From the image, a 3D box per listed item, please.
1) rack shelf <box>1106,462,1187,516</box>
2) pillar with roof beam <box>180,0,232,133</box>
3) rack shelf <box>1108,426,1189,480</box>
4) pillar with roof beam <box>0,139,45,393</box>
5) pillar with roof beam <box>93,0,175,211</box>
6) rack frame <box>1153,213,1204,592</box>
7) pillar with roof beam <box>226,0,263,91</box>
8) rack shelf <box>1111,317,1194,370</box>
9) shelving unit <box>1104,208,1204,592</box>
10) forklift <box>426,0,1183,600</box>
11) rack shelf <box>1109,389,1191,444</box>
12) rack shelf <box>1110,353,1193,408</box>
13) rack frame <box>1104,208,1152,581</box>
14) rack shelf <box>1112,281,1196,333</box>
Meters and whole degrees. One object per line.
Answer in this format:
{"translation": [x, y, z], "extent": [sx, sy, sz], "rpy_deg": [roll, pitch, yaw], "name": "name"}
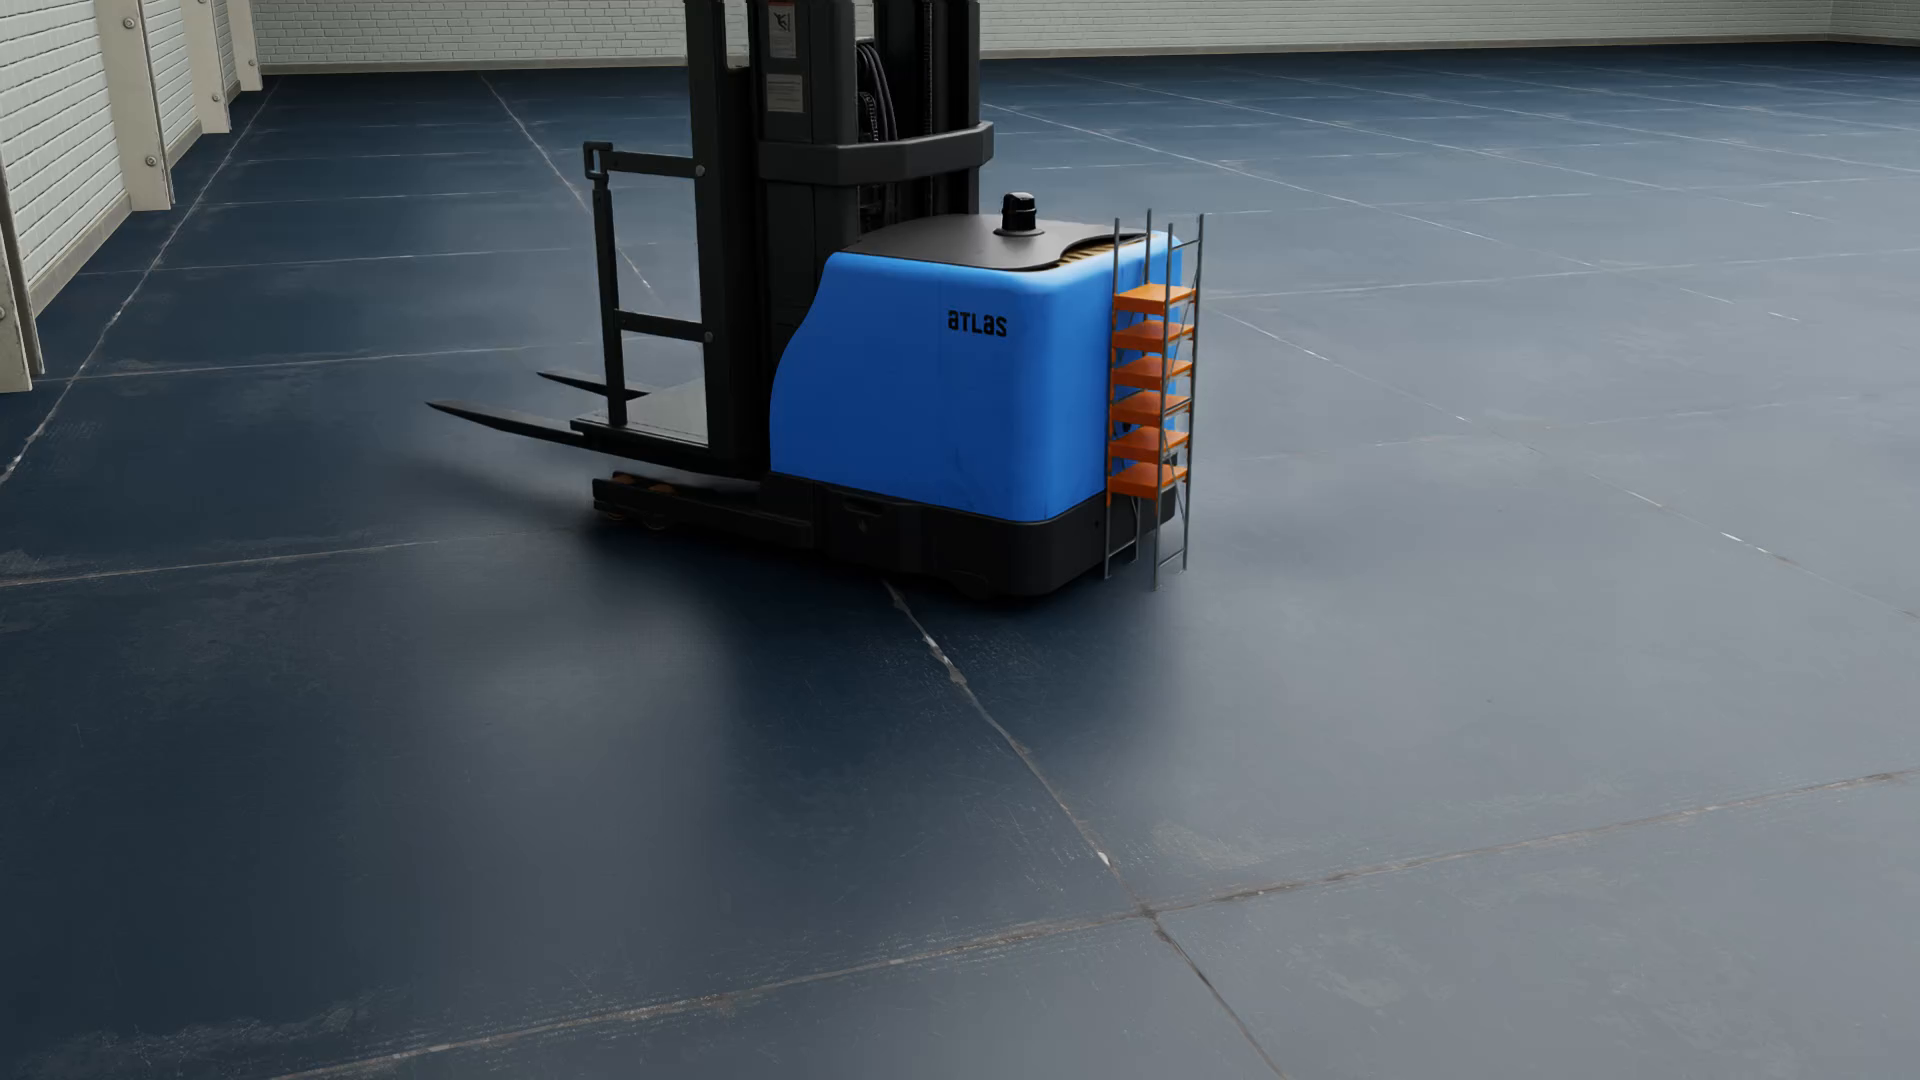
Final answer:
{"translation": [0.623, -0.177, 5.476], "extent": [0.180, 0.103, 0.258], "rpy_deg": [12, 23, 31], "name": "rack shelf"}
{"translation": [-4.304, -9.298, 18.491], "extent": [9.100, 9.000, 0.400], "rpy_deg": [-6, 21, -17], "name": "pillar with roof beam"}
{"translation": [0.623, -0.290, 5.435], "extent": [0.180, 0.103, 0.258], "rpy_deg": [12, 23, 31], "name": "rack shelf"}
{"translation": [-0.532, -5.447, 7.770], "extent": [9.100, 9.000, 0.400], "rpy_deg": [-6, 21, -17], "name": "pillar with roof beam"}
{"translation": [-2.418, -7.373, 13.131], "extent": [9.100, 9.000, 0.400], "rpy_deg": [-6, 21, -17], "name": "pillar with roof beam"}
{"translation": [0.699, -0.428, 5.333], "extent": [0.006, 1.200, 0.240], "rpy_deg": [12, 23, 31], "name": "rack frame"}
{"translation": [-6.189, -11.224, 23.852], "extent": [9.100, 9.000, 0.400], "rpy_deg": [-6, 21, -17], "name": "pillar with roof beam"}
{"translation": [0.623, -0.629, 5.314], "extent": [0.180, 0.103, 0.258], "rpy_deg": [12, 23, 31], "name": "rack shelf"}
{"translation": [0.623, -0.445, 5.380], "extent": [0.189, 1.200, 0.258], "rpy_deg": [12, 23, 31], "name": "shelving unit"}
{"translation": [-0.743, -1.549, 5.894], "extent": [3.031, 2.935, 1.130], "rpy_deg": [12, 23, 31], "name": "forklift"}
{"translation": [0.623, -0.403, 5.395], "extent": [0.180, 0.103, 0.258], "rpy_deg": [12, 23, 31], "name": "rack shelf"}
{"translation": [0.623, -0.516, 5.354], "extent": [0.180, 0.103, 0.258], "rpy_deg": [12, 23, 31], "name": "rack shelf"}
{"translation": [0.546, -0.462, 5.427], "extent": [0.006, 1.200, 0.240], "rpy_deg": [12, 23, 31], "name": "rack frame"}
{"translation": [0.623, -0.742, 5.273], "extent": [0.180, 0.103, 0.258], "rpy_deg": [12, 23, 31], "name": "rack shelf"}
